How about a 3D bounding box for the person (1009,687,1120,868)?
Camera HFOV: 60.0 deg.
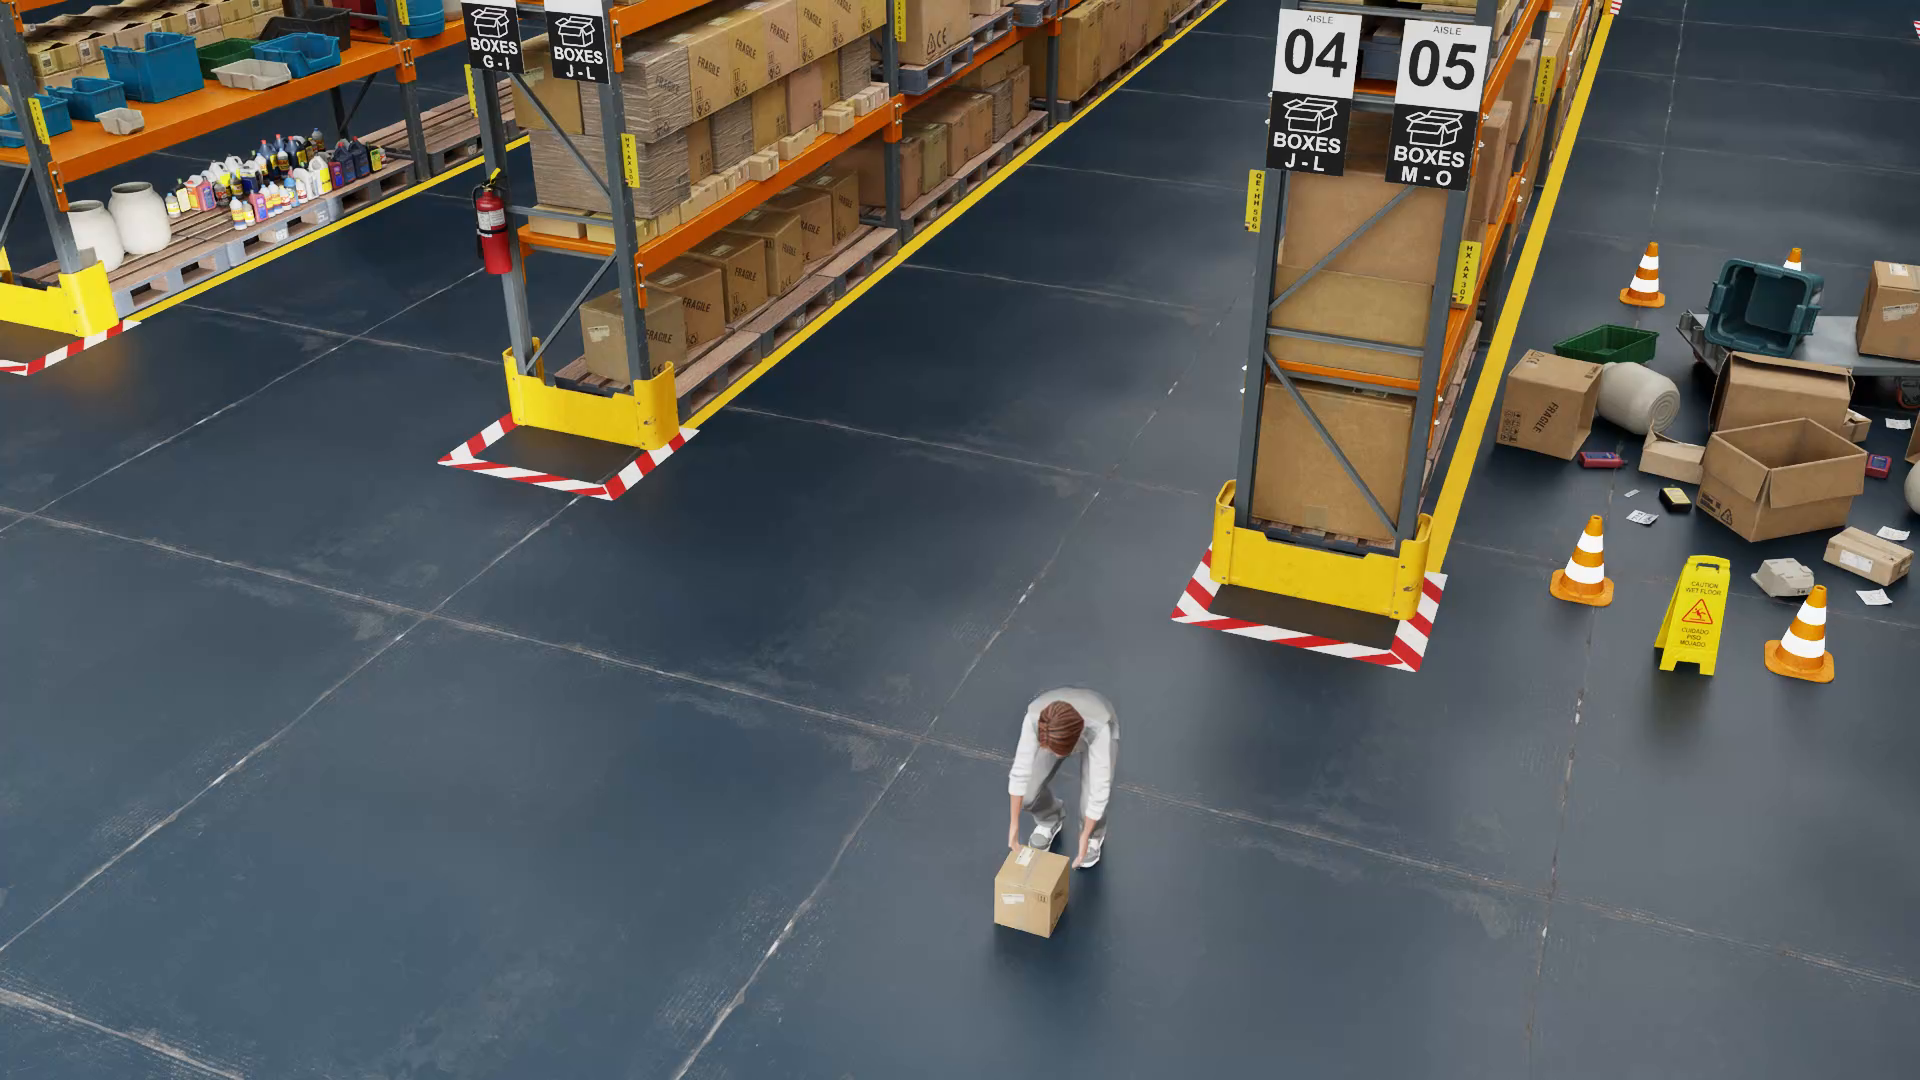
[{"bbox_3d":[0.485,1.000,7.258,0.456,1.008,0.769,11,32,19],"label":"person"}]
